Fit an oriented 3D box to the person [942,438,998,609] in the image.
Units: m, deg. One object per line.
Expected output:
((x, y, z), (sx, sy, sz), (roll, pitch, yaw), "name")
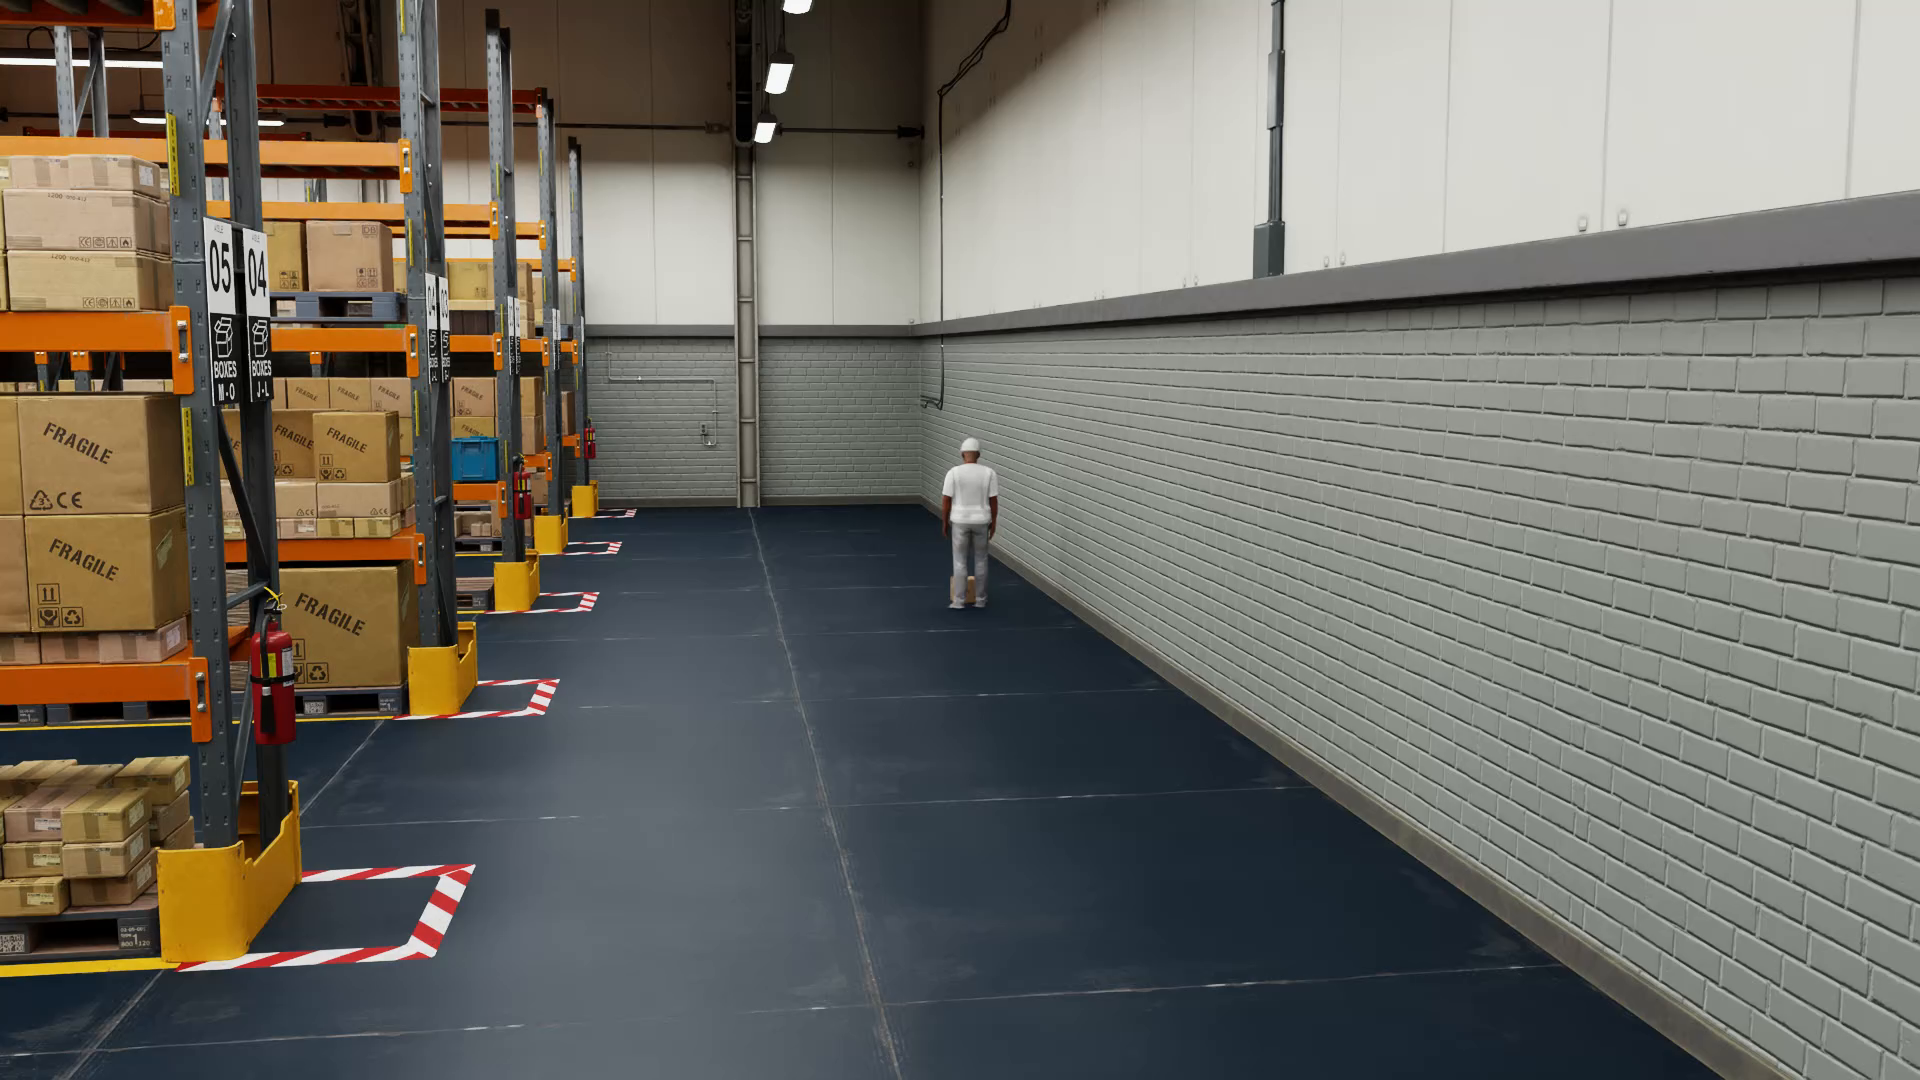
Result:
((0.095, -0.165, 17.139), (0.577, 1.783, 0.412), (-1, 6, -7), "person")
